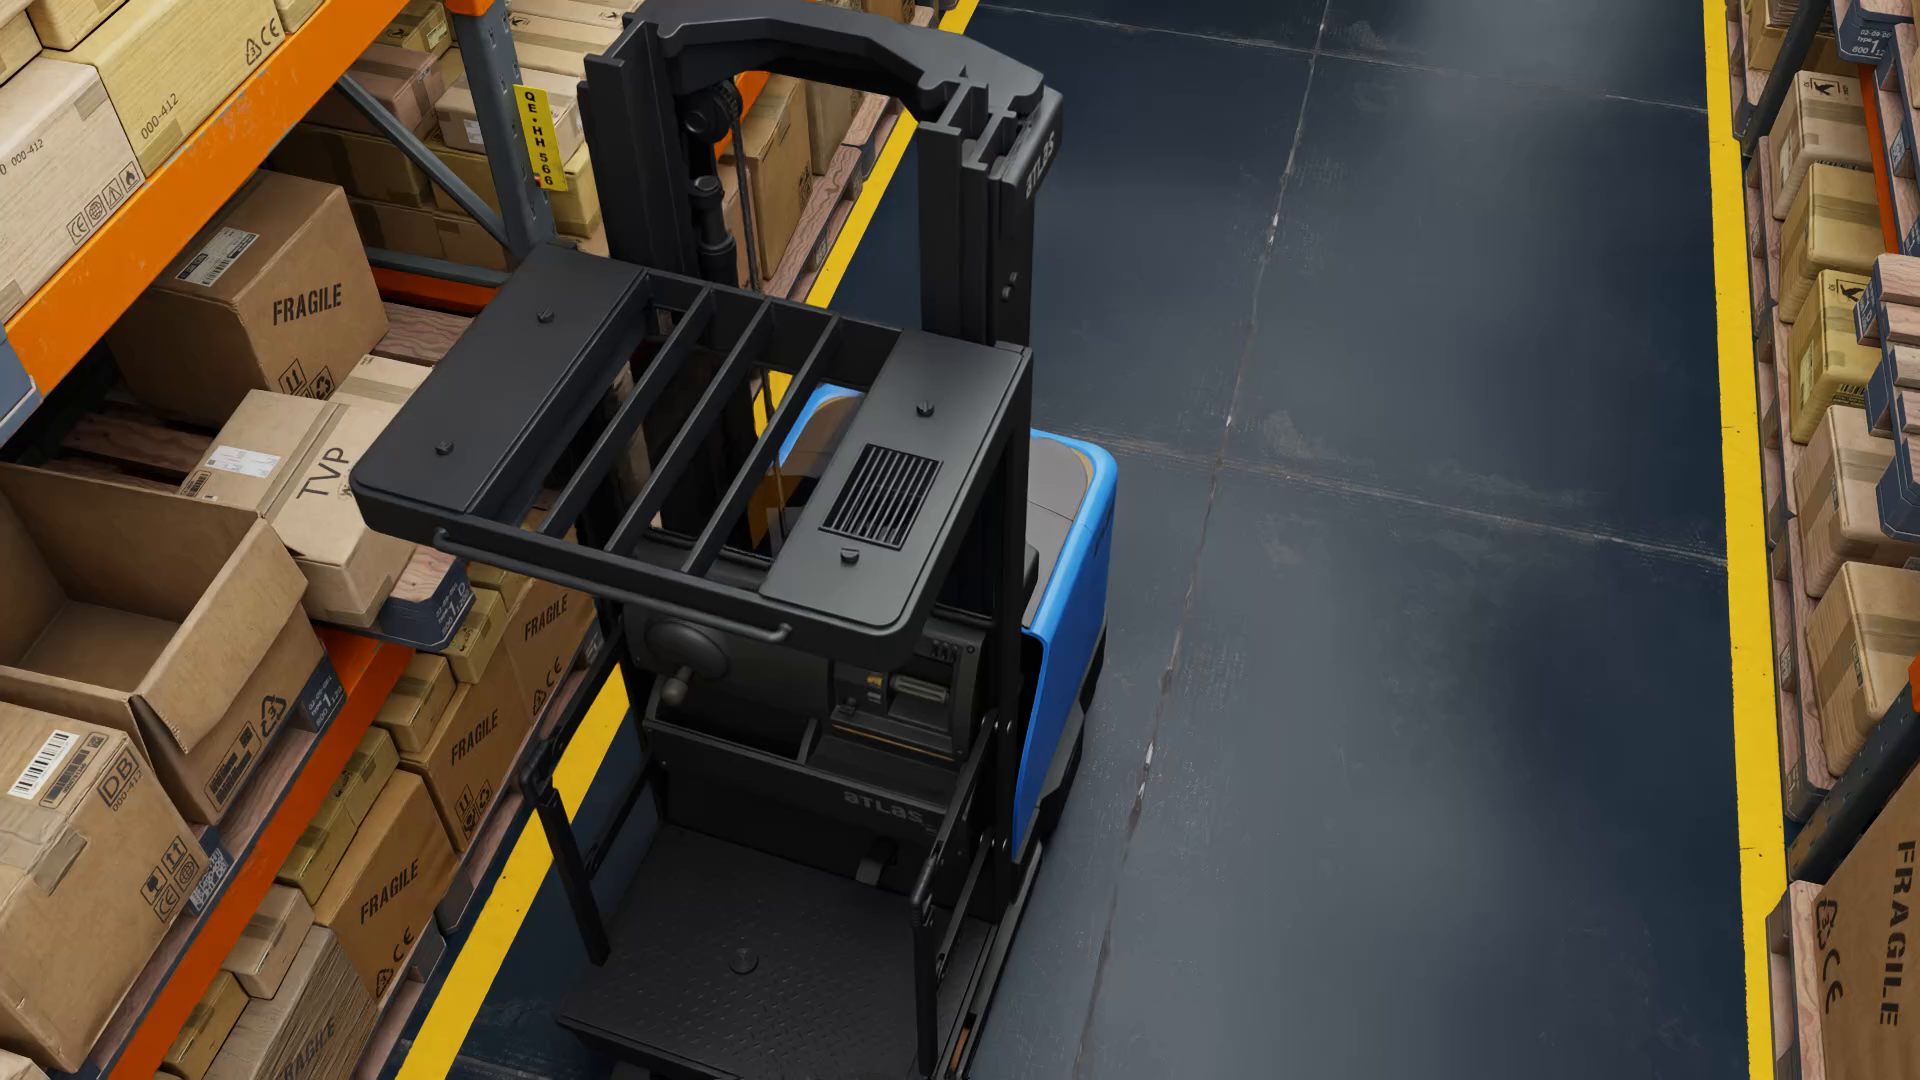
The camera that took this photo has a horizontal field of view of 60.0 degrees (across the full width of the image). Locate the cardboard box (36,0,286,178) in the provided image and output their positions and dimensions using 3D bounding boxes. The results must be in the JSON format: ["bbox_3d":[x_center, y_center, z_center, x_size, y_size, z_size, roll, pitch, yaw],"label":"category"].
[{"bbox_3d":[-1.691,-0.984,3.217,0.500,0.250,0.500,12,50,10],"label":"cardboard box"}]

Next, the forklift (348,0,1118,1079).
[{"bbox_3d":[-0.466,0.388,3.953,1.130,2.935,3.031,15,50,13],"label":"forklift"}]

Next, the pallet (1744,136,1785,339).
[{"bbox_3d":[3.981,-1.254,7.216,1.003,0.211,1.213,12,50,10],"label":"pallet"}]

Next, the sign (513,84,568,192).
[{"bbox_3d":[-1.132,-1.080,4.483,0.100,0.325,0.005,12,50,10],"label":"sign"}]

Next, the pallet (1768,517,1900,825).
[{"bbox_3d":[3.339,0.511,5.658,1.003,0.211,1.213,12,50,10],"label":"pallet"}]

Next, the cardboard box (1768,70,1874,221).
[{"bbox_3d":[4.049,-1.630,7.160,0.950,0.372,0.625,12,50,11],"label":"cardboard box"}]

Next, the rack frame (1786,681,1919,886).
[{"bbox_3d":[3.131,0.153,4.114,1.000,3.000,0.127,12,50,10],"label":"rack frame"}]

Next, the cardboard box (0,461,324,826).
[{"bbox_3d":[-1.909,0.220,3.706,0.797,0.503,0.637,11,49,9],"label":"cardboard box"}]

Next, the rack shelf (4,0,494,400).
[{"bbox_3d":[-2.185,-0.131,2.845,1.077,0.370,4.000,12,50,10],"label":"rack shelf"}]

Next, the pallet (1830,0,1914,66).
[{"bbox_3d":[3.843,-2.152,6.277,1.003,0.211,1.213,12,50,10],"label":"pallet"}]

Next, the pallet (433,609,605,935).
[{"bbox_3d":[-1.891,0.632,5.552,1.003,0.211,1.213,12,50,10],"label":"pallet"}]

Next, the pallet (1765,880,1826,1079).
[{"bbox_3d":[2.851,1.631,4.669,1.003,0.211,1.213,12,50,10],"label":"pallet"}]

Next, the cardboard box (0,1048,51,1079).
[{"bbox_3d":[-1.975,1.046,3.136,0.396,0.266,0.258,14,50,12],"label":"cardboard box"}]

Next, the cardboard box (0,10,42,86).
[{"bbox_3d":[-1.837,-0.867,2.848,0.380,0.149,0.250,12,50,10],"label":"cardboard box"}]

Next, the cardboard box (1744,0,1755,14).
[{"bbox_3d":[4.211,-2.837,8.307,0.500,0.250,0.500,10,49,9],"label":"cardboard box"}]

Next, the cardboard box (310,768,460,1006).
[{"bbox_3d":[-1.839,0.952,4.796,0.500,0.500,0.500,14,50,12],"label":"cardboard box"}]

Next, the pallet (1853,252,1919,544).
[{"bbox_3d":[3.216,-0.320,4.660,1.213,0.211,1.003,12,50,10],"label":"pallet"}]

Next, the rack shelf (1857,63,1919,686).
[{"bbox_3d":[3.658,-1.055,5.661,1.077,0.370,4.000,12,50,10],"label":"rack shelf"}]

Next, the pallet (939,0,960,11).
[{"bbox_3d":[-0.356,-3.361,9.076,1.003,0.211,1.213,12,50,10],"label":"pallet"}]

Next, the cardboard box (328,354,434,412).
[{"bbox_3d":[-1.461,-0.329,4.427,0.380,0.149,0.250,12,50,11],"label":"cardboard box"}]

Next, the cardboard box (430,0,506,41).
[{"bbox_3d":[-1.680,-1.733,5.280,0.380,0.149,0.250,12,50,10],"label":"cardboard box"}]

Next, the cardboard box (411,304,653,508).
[{"bbox_3d":[-1.481,-0.625,6.105,0.875,0.625,0.625,13,50,11],"label":"cardboard box"}]

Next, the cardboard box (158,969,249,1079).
[{"bbox_3d":[-2.034,1.178,4.164,0.380,0.149,0.250,12,50,10],"label":"cardboard box"}]

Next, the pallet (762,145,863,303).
[{"bbox_3d":[-1.081,-1.368,7.317,1.003,0.211,1.213,12,50,10],"label":"pallet"}]

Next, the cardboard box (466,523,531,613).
[{"bbox_3d":[-1.544,0.057,5.153,0.380,0.149,0.250,9,49,8],"label":"cardboard box"}]

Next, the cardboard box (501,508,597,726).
[{"bbox_3d":[-1.562,0.213,5.449,0.500,0.500,0.500,13,50,11],"label":"cardboard box"}]

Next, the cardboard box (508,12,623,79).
[{"bbox_3d":[-1.221,-1.437,5.018,0.380,0.149,0.250,13,50,11],"label":"cardboard box"}]

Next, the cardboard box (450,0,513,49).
[{"bbox_3d":[-1.675,-1.689,5.507,0.500,0.250,0.500,12,50,10],"label":"cardboard box"}]

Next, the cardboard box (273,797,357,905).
[{"bbox_3d":[-1.876,0.805,4.493,0.380,0.149,0.250,11,49,9],"label":"cardboard box"}]

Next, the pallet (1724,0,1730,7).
[{"bbox_3d":[4.646,-3.195,8.929,1.003,0.211,1.213,12,50,10],"label":"pallet"}]

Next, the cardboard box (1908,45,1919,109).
[{"bbox_3d":[3.364,-1.521,5.479,0.380,0.149,0.250,13,50,11],"label":"cardboard box"}]

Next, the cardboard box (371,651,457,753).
[{"bbox_3d":[-1.698,0.442,4.813,0.380,0.149,0.250,10,49,9],"label":"cardboard box"}]

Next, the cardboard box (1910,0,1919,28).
[{"bbox_3d":[3.551,-1.882,5.798,0.380,0.149,0.250,12,50,11],"label":"cardboard box"}]

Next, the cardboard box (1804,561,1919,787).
[{"bbox_3d":[3.290,0.477,5.301,0.950,0.372,0.625,9,49,7],"label":"cardboard box"}]

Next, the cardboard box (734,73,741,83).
[{"bbox_3d":[-1.040,-1.783,5.923,0.500,0.250,0.500,10,49,9],"label":"cardboard box"}]

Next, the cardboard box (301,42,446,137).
[{"bbox_3d":[-1.768,-1.347,4.938,0.380,0.149,0.250,13,50,11],"label":"cardboard box"}]

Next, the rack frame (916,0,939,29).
[{"bbox_3d":[-0.605,-3.717,7.530,1.000,3.000,0.127,12,50,10],"label":"rack frame"}]

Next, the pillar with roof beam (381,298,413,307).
[{"bbox_3d":[1.969,-3.080,2.966,9.100,9.000,0.400,12,50,10],"label":"pillar with roof beam"}]

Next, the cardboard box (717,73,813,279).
[{"bbox_3d":[-1.139,-1.586,6.953,0.875,0.625,0.625,10,49,8],"label":"cardboard box"}]

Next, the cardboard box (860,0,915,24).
[{"bbox_3d":[-0.732,-2.690,7.928,0.875,0.625,0.625,14,50,12],"label":"cardboard box"}]

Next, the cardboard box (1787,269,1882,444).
[{"bbox_3d":[3.681,-0.606,6.256,0.950,0.372,0.625,13,50,11],"label":"cardboard box"}]

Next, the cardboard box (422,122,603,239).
[{"bbox_3d":[-1.282,-1.207,5.081,0.500,0.250,0.500,12,50,10],"label":"cardboard box"}]
